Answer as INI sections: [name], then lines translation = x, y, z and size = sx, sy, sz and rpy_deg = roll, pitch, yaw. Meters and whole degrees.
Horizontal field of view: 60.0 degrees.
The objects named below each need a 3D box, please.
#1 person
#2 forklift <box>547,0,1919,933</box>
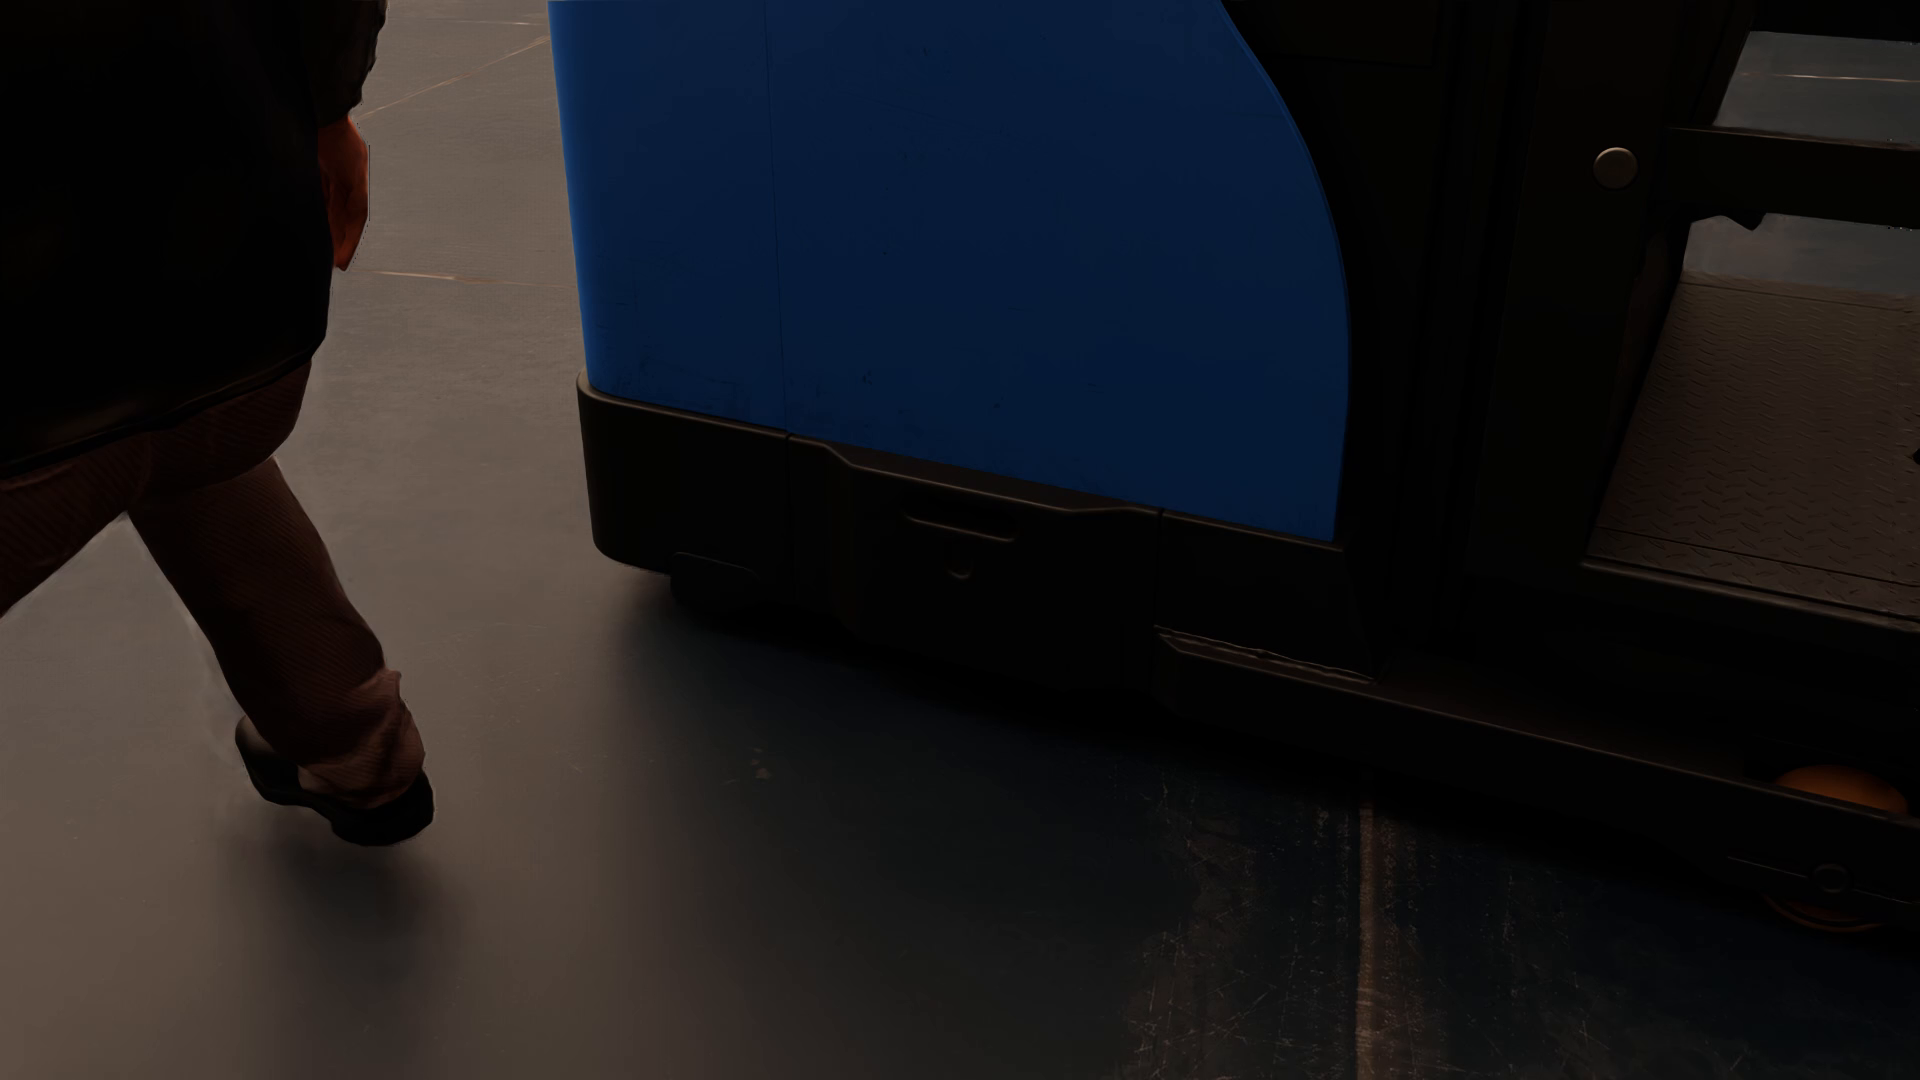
[person]
translation = -0.725, -0.157, 1.107
size = 0.714, 1.587, 0.939
rpy_deg = 16, 31, 28
[forklift]
translation = 1.036, -1.143, 1.511
size = 3.031, 2.935, 1.130
rpy_deg = 13, 29, 23
